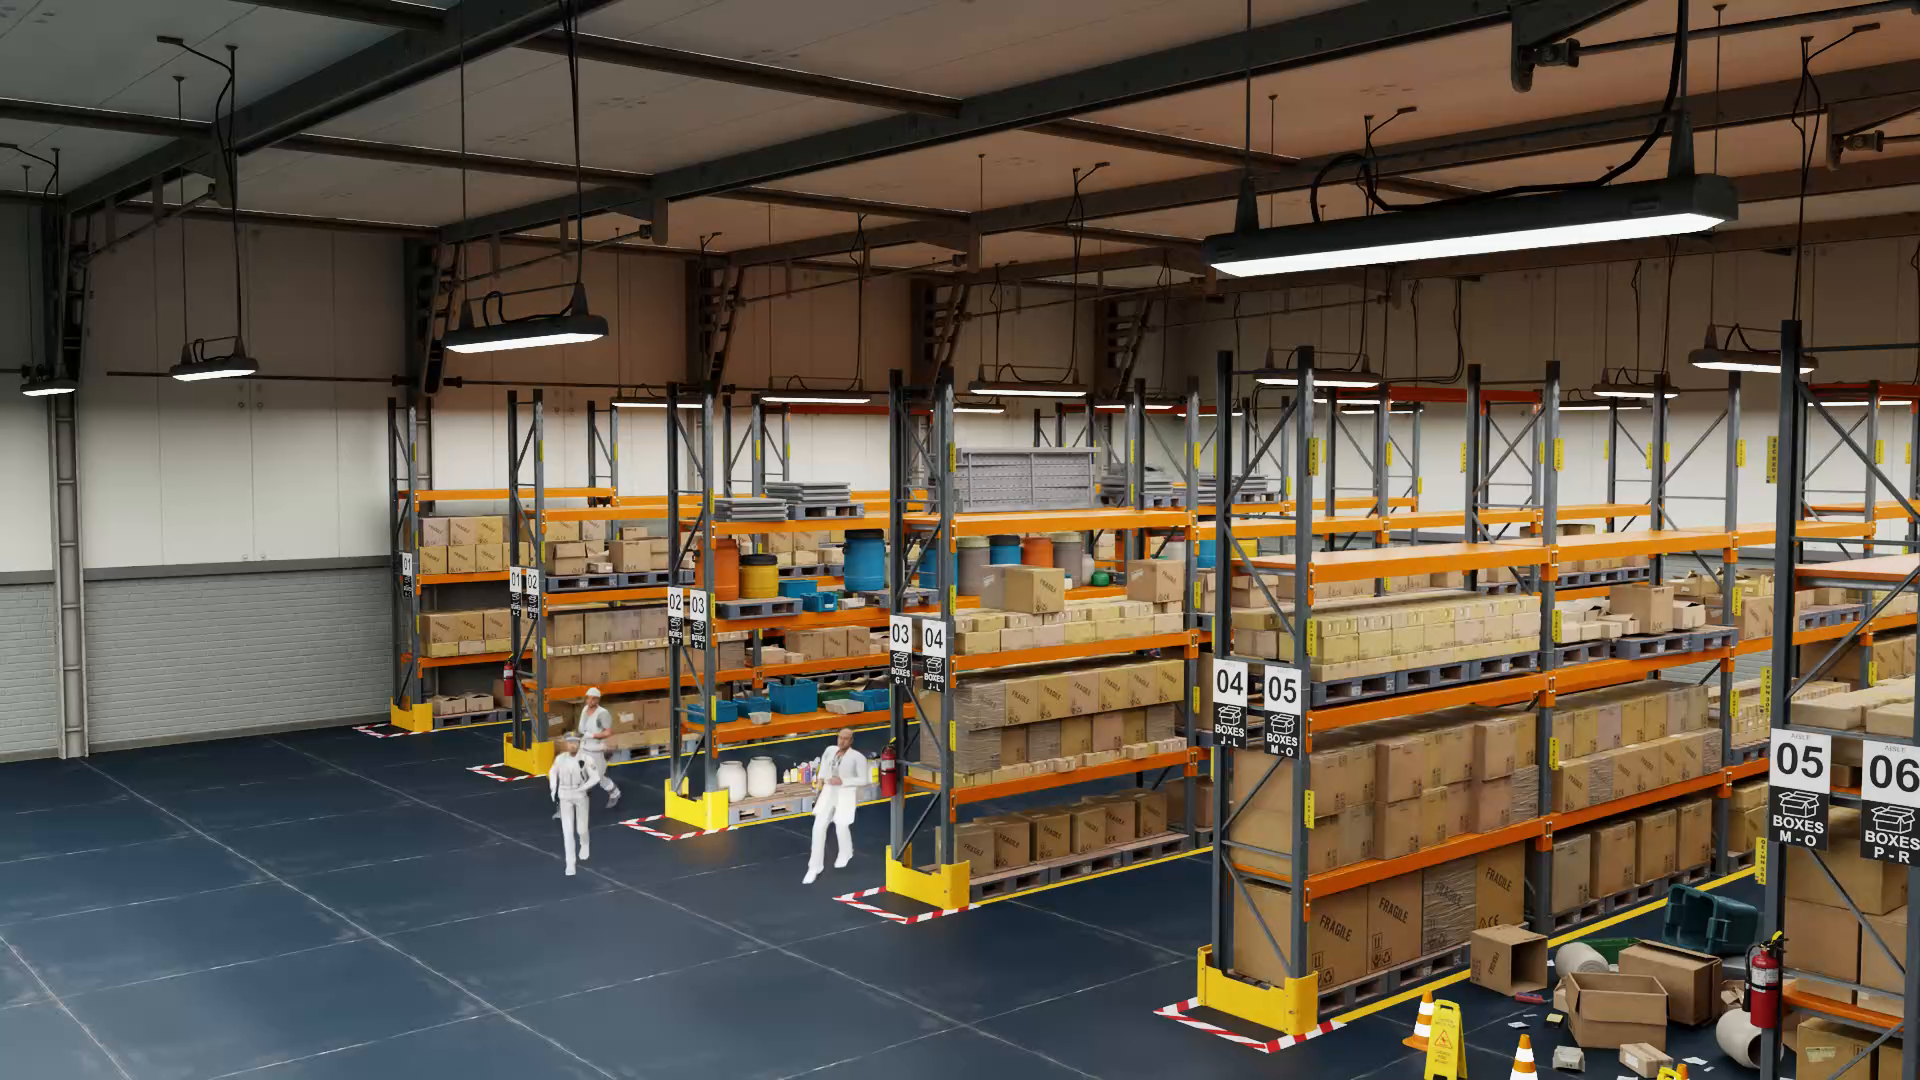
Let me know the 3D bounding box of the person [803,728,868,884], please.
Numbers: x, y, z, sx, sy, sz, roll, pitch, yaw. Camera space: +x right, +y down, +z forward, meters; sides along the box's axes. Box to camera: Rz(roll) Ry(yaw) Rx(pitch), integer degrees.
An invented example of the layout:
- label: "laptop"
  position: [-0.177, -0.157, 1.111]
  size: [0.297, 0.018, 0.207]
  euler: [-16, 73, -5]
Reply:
- label: "person"
  position: [-1.405, 3.129, 19.795]
  size: [0.727, 1.807, 0.959]
  euler: [1, 4, 19]

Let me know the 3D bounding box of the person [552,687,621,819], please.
- label: "person"
  position: [-5.068, 2.862, 23.093]
  size: [0.674, 1.663, 0.887]
  euler: [2, 4, 31]

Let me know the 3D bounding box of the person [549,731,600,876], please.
- label: "person"
  position: [-4.673, 3.138, 20.130]
  size: [0.630, 1.683, 0.802]
  euler: [0, 3, -6]
